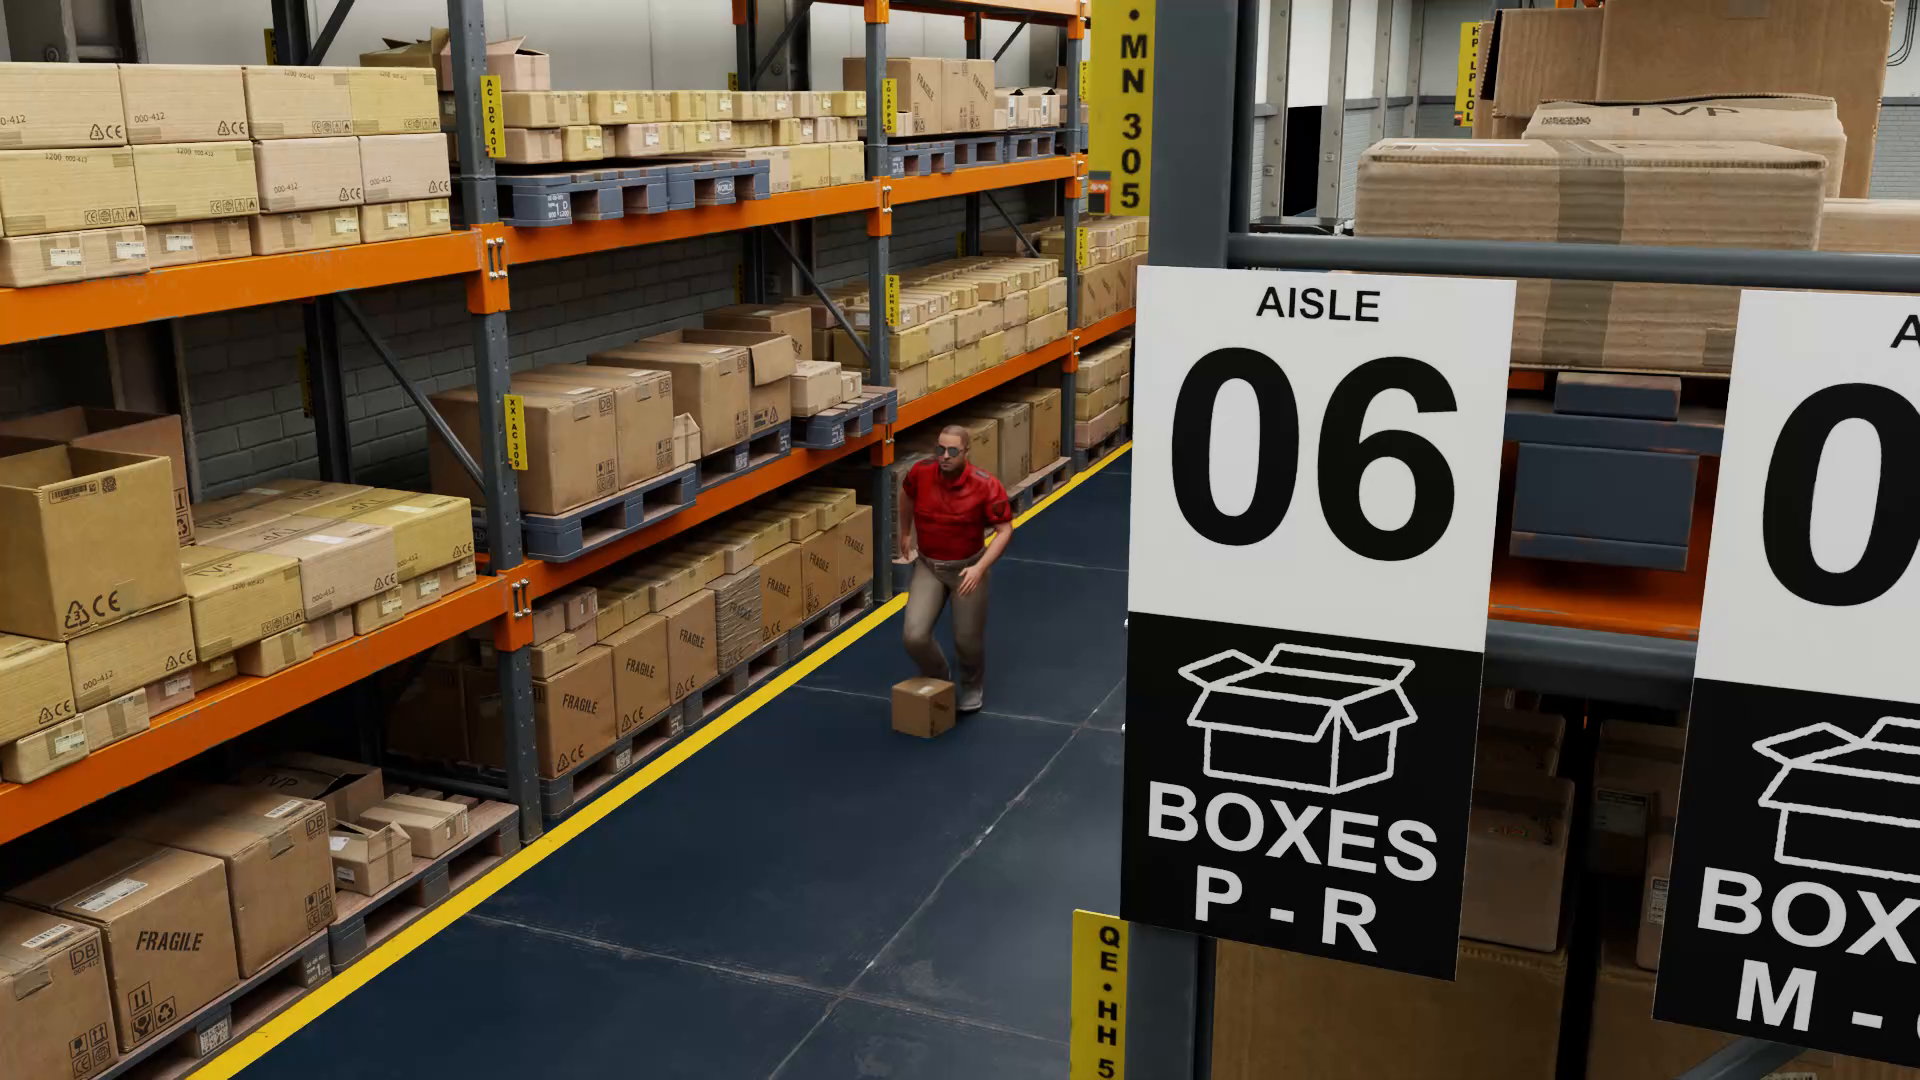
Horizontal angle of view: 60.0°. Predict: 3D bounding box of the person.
[{"bbox_3d":[-0.051,0.189,9.004,0.714,1.688,0.753,4,16,13],"label":"person"}]
